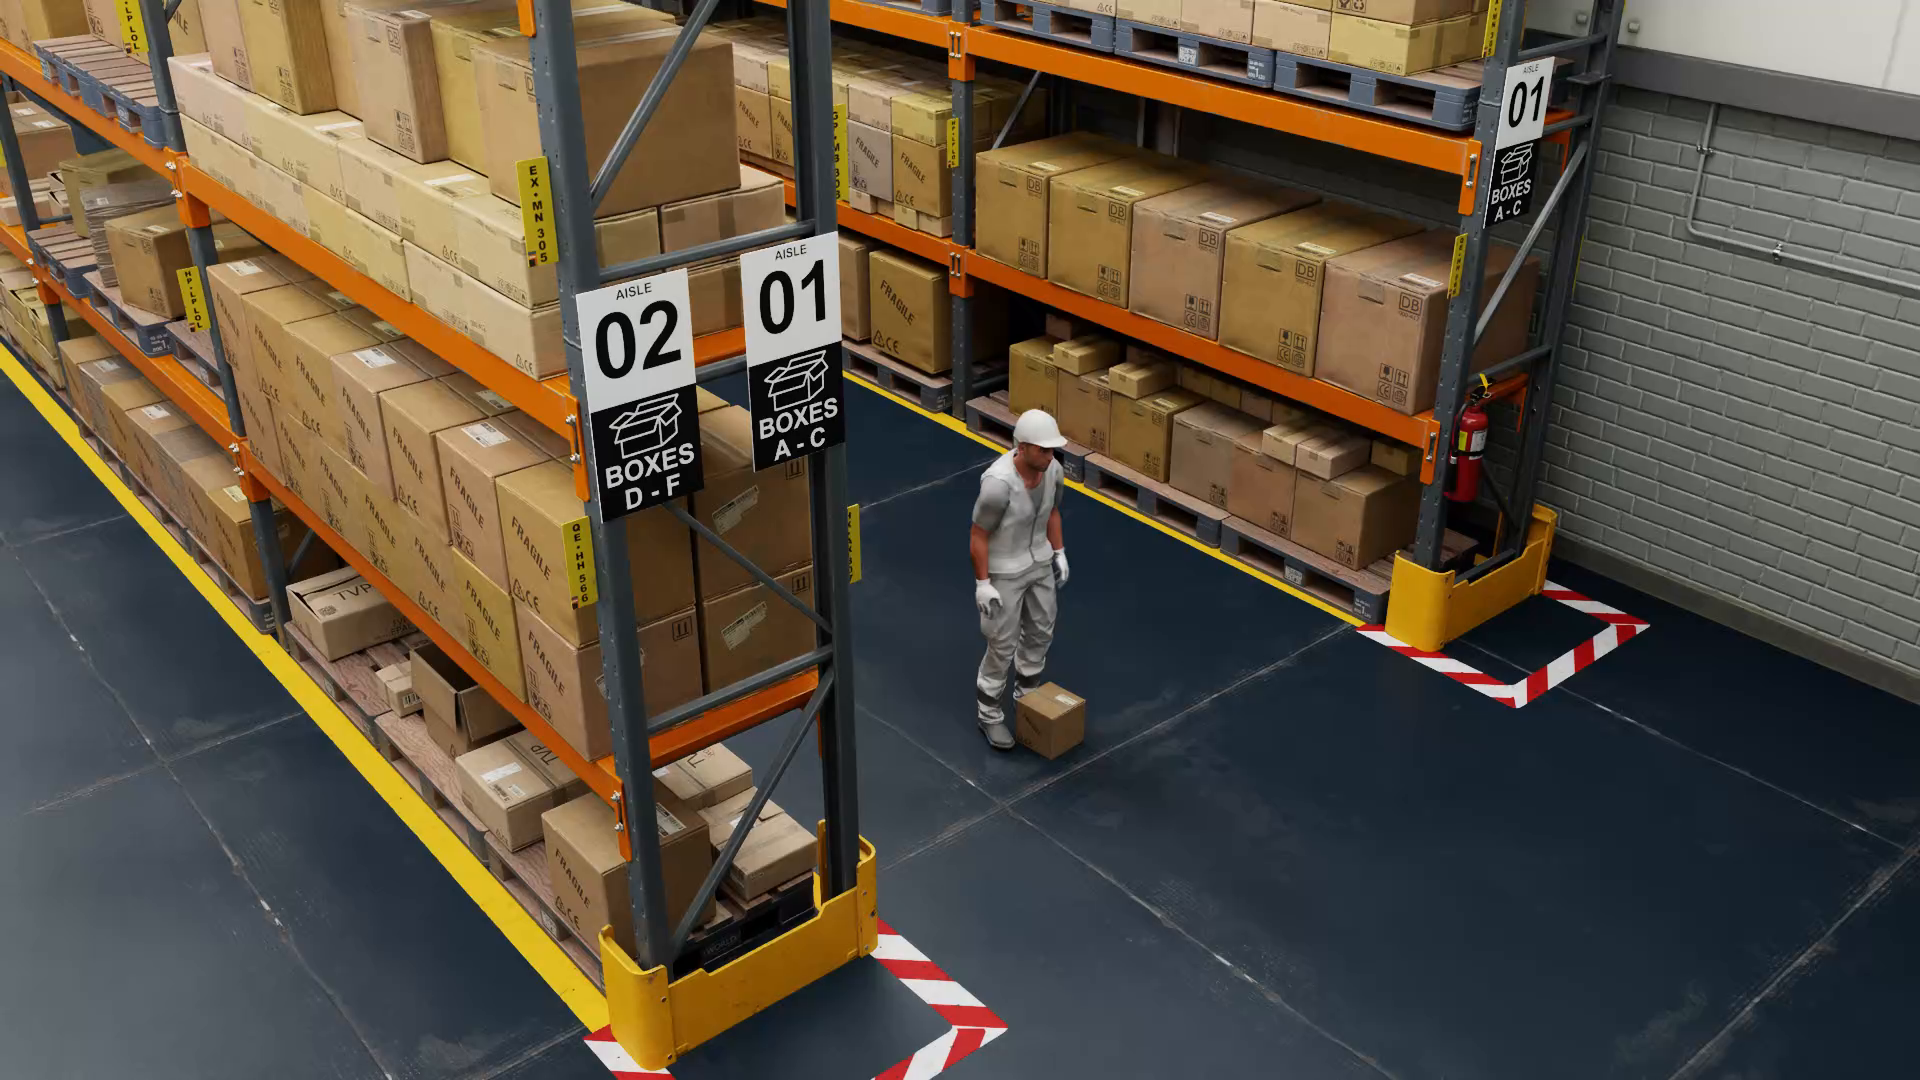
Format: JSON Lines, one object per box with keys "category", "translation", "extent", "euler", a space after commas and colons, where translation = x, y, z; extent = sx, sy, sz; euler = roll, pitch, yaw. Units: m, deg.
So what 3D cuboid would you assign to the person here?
{"category": "person", "translation": [0.307, 0.166, 8.292], "extent": [0.603, 1.778, 0.451], "euler": [-22, 35, -36]}
